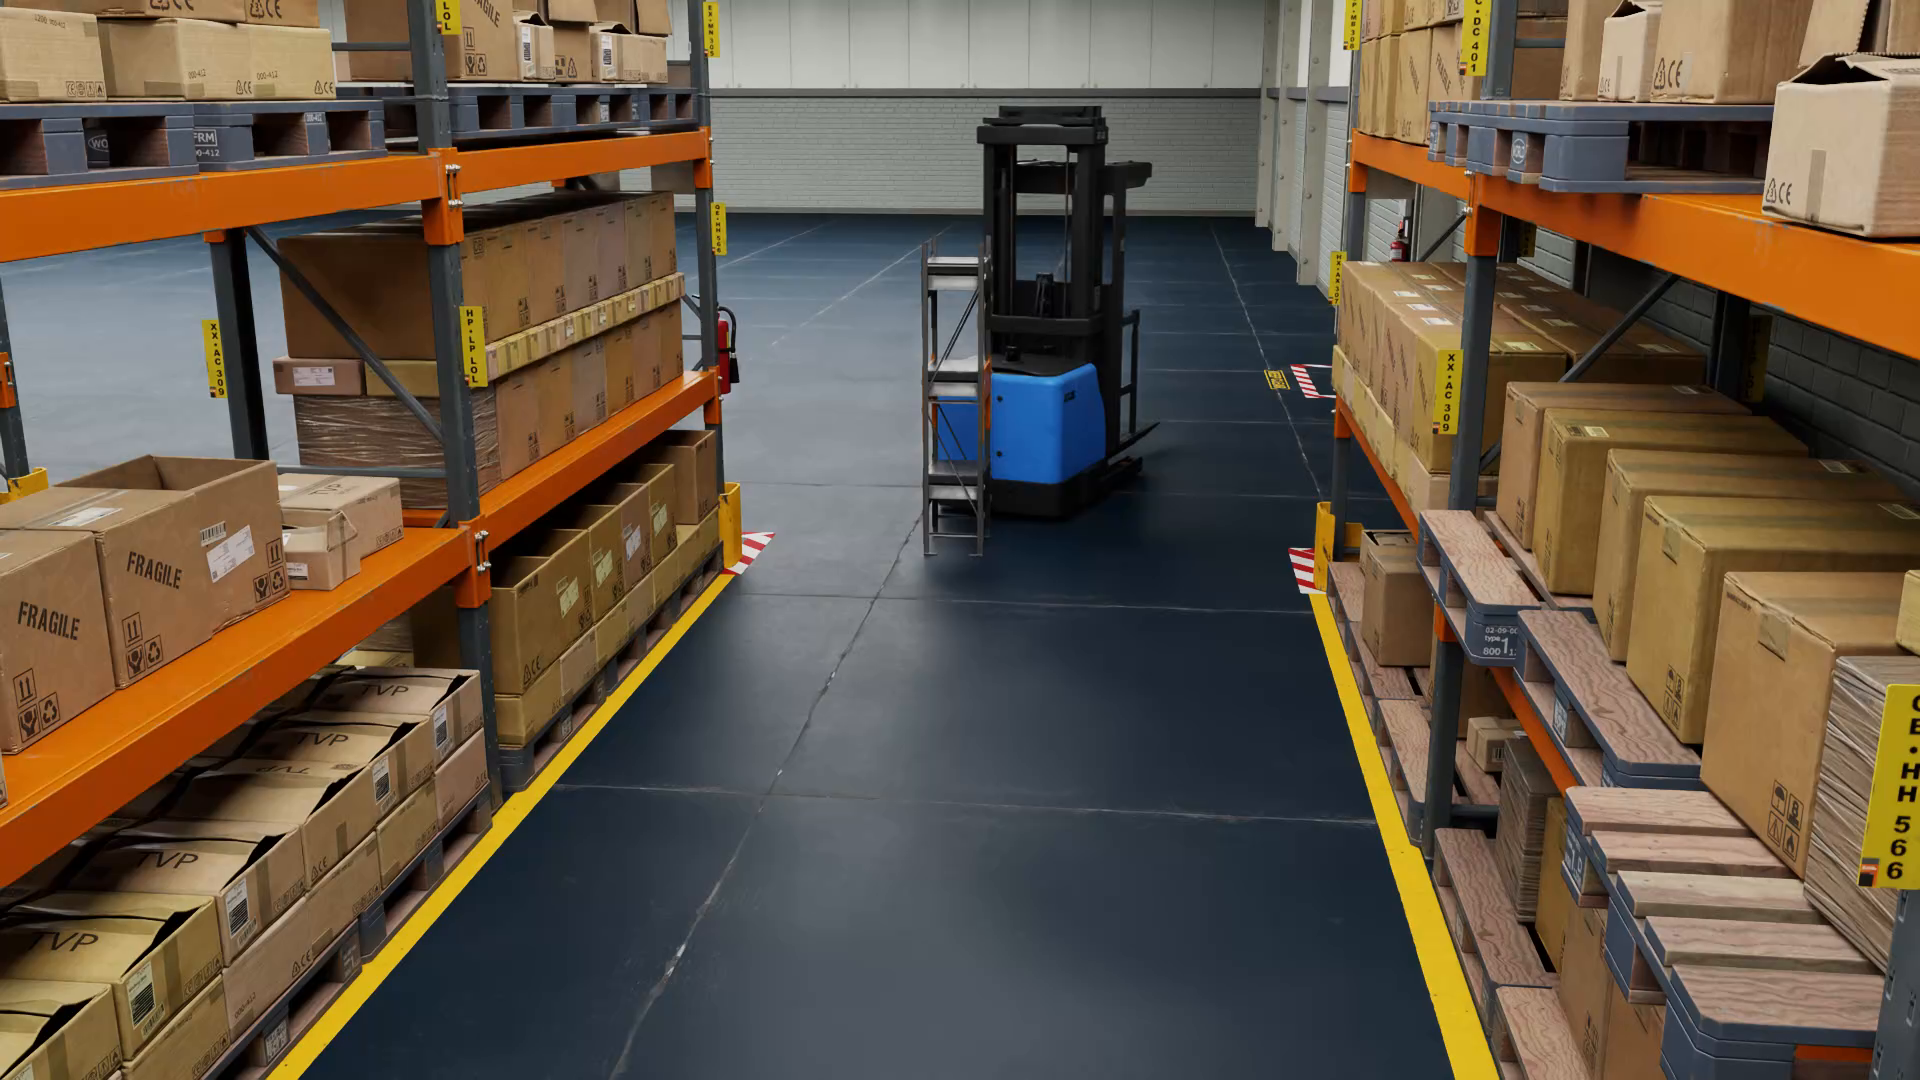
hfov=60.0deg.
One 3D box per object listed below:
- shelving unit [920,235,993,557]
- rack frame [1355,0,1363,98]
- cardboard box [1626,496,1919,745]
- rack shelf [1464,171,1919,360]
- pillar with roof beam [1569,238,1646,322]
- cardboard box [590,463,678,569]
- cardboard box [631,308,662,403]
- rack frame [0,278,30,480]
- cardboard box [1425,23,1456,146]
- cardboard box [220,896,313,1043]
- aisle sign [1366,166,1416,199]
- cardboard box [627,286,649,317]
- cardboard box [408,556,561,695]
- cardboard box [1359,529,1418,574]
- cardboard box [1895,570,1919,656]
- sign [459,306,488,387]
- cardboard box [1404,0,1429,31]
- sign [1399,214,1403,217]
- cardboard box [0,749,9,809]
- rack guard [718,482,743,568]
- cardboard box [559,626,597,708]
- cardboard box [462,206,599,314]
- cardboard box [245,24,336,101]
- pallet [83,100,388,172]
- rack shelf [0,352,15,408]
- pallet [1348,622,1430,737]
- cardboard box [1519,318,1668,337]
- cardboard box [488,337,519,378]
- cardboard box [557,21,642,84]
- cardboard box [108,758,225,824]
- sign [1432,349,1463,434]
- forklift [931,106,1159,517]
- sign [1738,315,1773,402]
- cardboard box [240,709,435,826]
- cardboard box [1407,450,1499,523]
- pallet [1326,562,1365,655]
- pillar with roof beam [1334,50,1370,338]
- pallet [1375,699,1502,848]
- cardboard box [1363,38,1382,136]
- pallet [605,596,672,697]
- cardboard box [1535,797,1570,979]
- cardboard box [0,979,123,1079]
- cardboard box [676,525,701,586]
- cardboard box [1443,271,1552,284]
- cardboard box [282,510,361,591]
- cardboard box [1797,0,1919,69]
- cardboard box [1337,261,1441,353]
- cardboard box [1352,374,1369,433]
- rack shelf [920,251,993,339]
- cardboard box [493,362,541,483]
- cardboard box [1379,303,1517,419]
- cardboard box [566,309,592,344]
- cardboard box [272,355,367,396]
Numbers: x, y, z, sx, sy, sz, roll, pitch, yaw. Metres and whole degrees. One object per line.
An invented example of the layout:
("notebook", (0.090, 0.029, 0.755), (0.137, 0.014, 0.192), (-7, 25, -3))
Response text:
("shelving unit", (-0.019, -0.971, 11.229), (0.431, 2.100, 0.503), (2, 15, 6))
("rack frame", (2.856, -4.066, 9.460), (1.000, 3.000, 0.127), (2, 15, 6))
("cardboard box", (2.115, 0.198, 4.148), (0.700, 0.500, 0.500), (2, 15, 6))
("rack shelf", (2.179, -0.715, 4.190), (1.077, 0.370, 4.000), (2, 15, 6))
("pillar with roof beam", (-0.641, -3.986, 9.163), (9.100, 9.000, 0.400), (2, 15, 6))
("cardboard box", (-1.930, -0.145, 9.477), (0.500, 0.500, 0.500), (2, 15, 6))
("cardboard box", (-2.187, -1.106, 9.815), (0.700, 0.500, 0.500), (2, 15, 8))
("rack frame", (-6.988, -1.462, 11.322), (1.000, 3.000, 0.127), (2, 15, 6))
("cardboard box", (2.286, -1.908, 6.994), (0.500, 0.500, 0.500), (0, 15, 2))
("cardboard box", (-2.452, 1.359, 5.353), (0.500, 0.250, 0.500), (2, 15, 7))
("aisle sign", (2.566, -2.453, 10.005), (0.394, 0.787, 0.004), (2, 15, 6))
("cardboard box", (-2.008, -1.372, 9.556), (0.380, 0.149, 0.250), (2, 15, 7))
("cardboard box", (-2.155, 0.374, 7.559), (0.500, 0.500, 0.500), (2, 15, 6))
("cardboard box", (2.688, 0.092, 9.883), (0.500, 0.311, 0.500), (0, 15, 0))
("cardboard box", (1.984, 0.157, 3.059), (0.380, 0.149, 0.250), (-1, 15, -3))
("sign", (-1.978, -0.785, 6.752), (0.100, 0.325, 0.005), (2, 15, 6))
("cardboard box", (2.291, -2.537, 7.407), (0.500, 0.500, 0.500), (1, 15, 4))
("sign", (4.786, -3.572, 18.040), (0.001, 0.109, 0.331), (2, 15, 6))
("cardboard box", (-2.676, 0.577, 3.954), (0.500, 0.311, 0.500), (2, 15, 6))
("rack guard", (-2.064, -0.115, 11.128), (1.175, 0.500, 0.348), (2, 15, 6))
("cardboard box", (-2.103, 0.606, 8.137), (0.500, 0.250, 0.500), (2, 15, 6))
("cardboard box", (-2.304, -1.458, 8.630), (0.700, 0.500, 0.500), (2, 15, 6))
("cardboard box", (-2.597, -1.696, 5.925), (0.500, 0.250, 0.500), (3, 15, 12))
("pallet", (-2.605, -1.404, 5.728), (0.805, 0.209, 1.217), (1, 15, 4))
("rack shelf", (-7.214, -0.596, 9.498), (1.077, 0.370, 4.000), (2, 15, 6))
("pallet", (2.580, 0.721, 8.592), (1.003, 0.211, 1.213), (2, 15, 6))
("cardboard box", (2.727, -0.682, 7.249), (0.500, 0.500, 0.500), (2, 15, 6))
("cardboard box", (-2.240, -0.835, 7.570), (0.380, 0.149, 0.250), (1, 15, 5))
("cardboard box", (-1.997, -2.540, 8.659), (0.500, 0.311, 0.500), (4, 16, 13))
("cardboard box", (-2.931, 0.940, 5.828), (0.500, 0.311, 0.500), (1, 15, 4))
("sign", (1.864, -0.565, 6.345), (0.100, 0.325, 0.005), (2, 15, 6))
("forklift", (0.839, -1.922, 13.154), (1.130, 2.935, 3.031), (7, 16, 23))
("sign", (2.956, -0.676, 6.198), (0.100, 0.325, 0.005), (2, 15, 6))
("cardboard box", (-2.331, 0.825, 6.254), (0.500, 0.311, 0.500), (2, 15, 8))
("cardboard box", (2.157, -0.202, 6.910), (0.500, 0.250, 0.500), (2, 15, 6))
("pallet", (2.720, 0.405, 9.759), (1.003, 0.211, 1.213), (2, 15, 6))
("pillar with roof beam", (0.713, -7.098, 20.673), (9.100, 9.000, 0.400), (2, 15, 6))
("pallet", (2.445, 1.038, 7.418), (1.003, 0.211, 1.213), (2, 15, 6))
("cardboard box", (2.474, -2.458, 9.031), (0.500, 0.500, 0.500), (3, 15, 10))
("pallet", (-2.252, 0.546, 9.238), (1.003, 0.211, 1.213), (2, 15, 6))
("cardboard box", (2.329, 1.189, 5.466), (0.700, 0.500, 0.500), (1, 15, 5))
("cardboard box", (-2.568, 1.350, 4.311), (0.500, 0.311, 0.500), (1, 15, 5))
("cardboard box", (-1.878, 0.087, 10.055), (0.500, 0.250, 0.500), (2, 15, 6))
("cardboard box", (2.947, -1.211, 9.205), (0.500, 0.500, 0.500), (2, 15, 7))
("cardboard box", (-2.435, 0.021, 6.096), (0.396, 0.266, 0.258), (1, 15, 5))
("cardboard box", (2.191, -0.936, 3.395), (0.797, 0.503, 0.637), (4, 16, 14))
("cardboard box", (2.503, -1.354, 9.737), (0.500, 0.500, 0.500), (2, 15, 6))
("cardboard box", (2.377, -0.723, 8.839), (0.500, 0.250, 0.500), (1, 15, 5))
("rack shelf", (-0.019, -1.633, 11.050), (0.431, 0.518, 0.480), (2, 15, 6))
("cardboard box", (-2.421, -0.578, 7.862), (0.700, 0.500, 0.500), (2, 15, 6))
("cardboard box", (2.269, -0.824, 7.774), (0.500, 0.500, 0.500), (1, 15, 5))
("cardboard box", (-2.124, -1.105, 8.567), (0.380, 0.149, 0.250), (2, 15, 6))
("cardboard box", (-2.700, -0.716, 7.129), (0.380, 0.149, 0.250), (2, 15, 6))
